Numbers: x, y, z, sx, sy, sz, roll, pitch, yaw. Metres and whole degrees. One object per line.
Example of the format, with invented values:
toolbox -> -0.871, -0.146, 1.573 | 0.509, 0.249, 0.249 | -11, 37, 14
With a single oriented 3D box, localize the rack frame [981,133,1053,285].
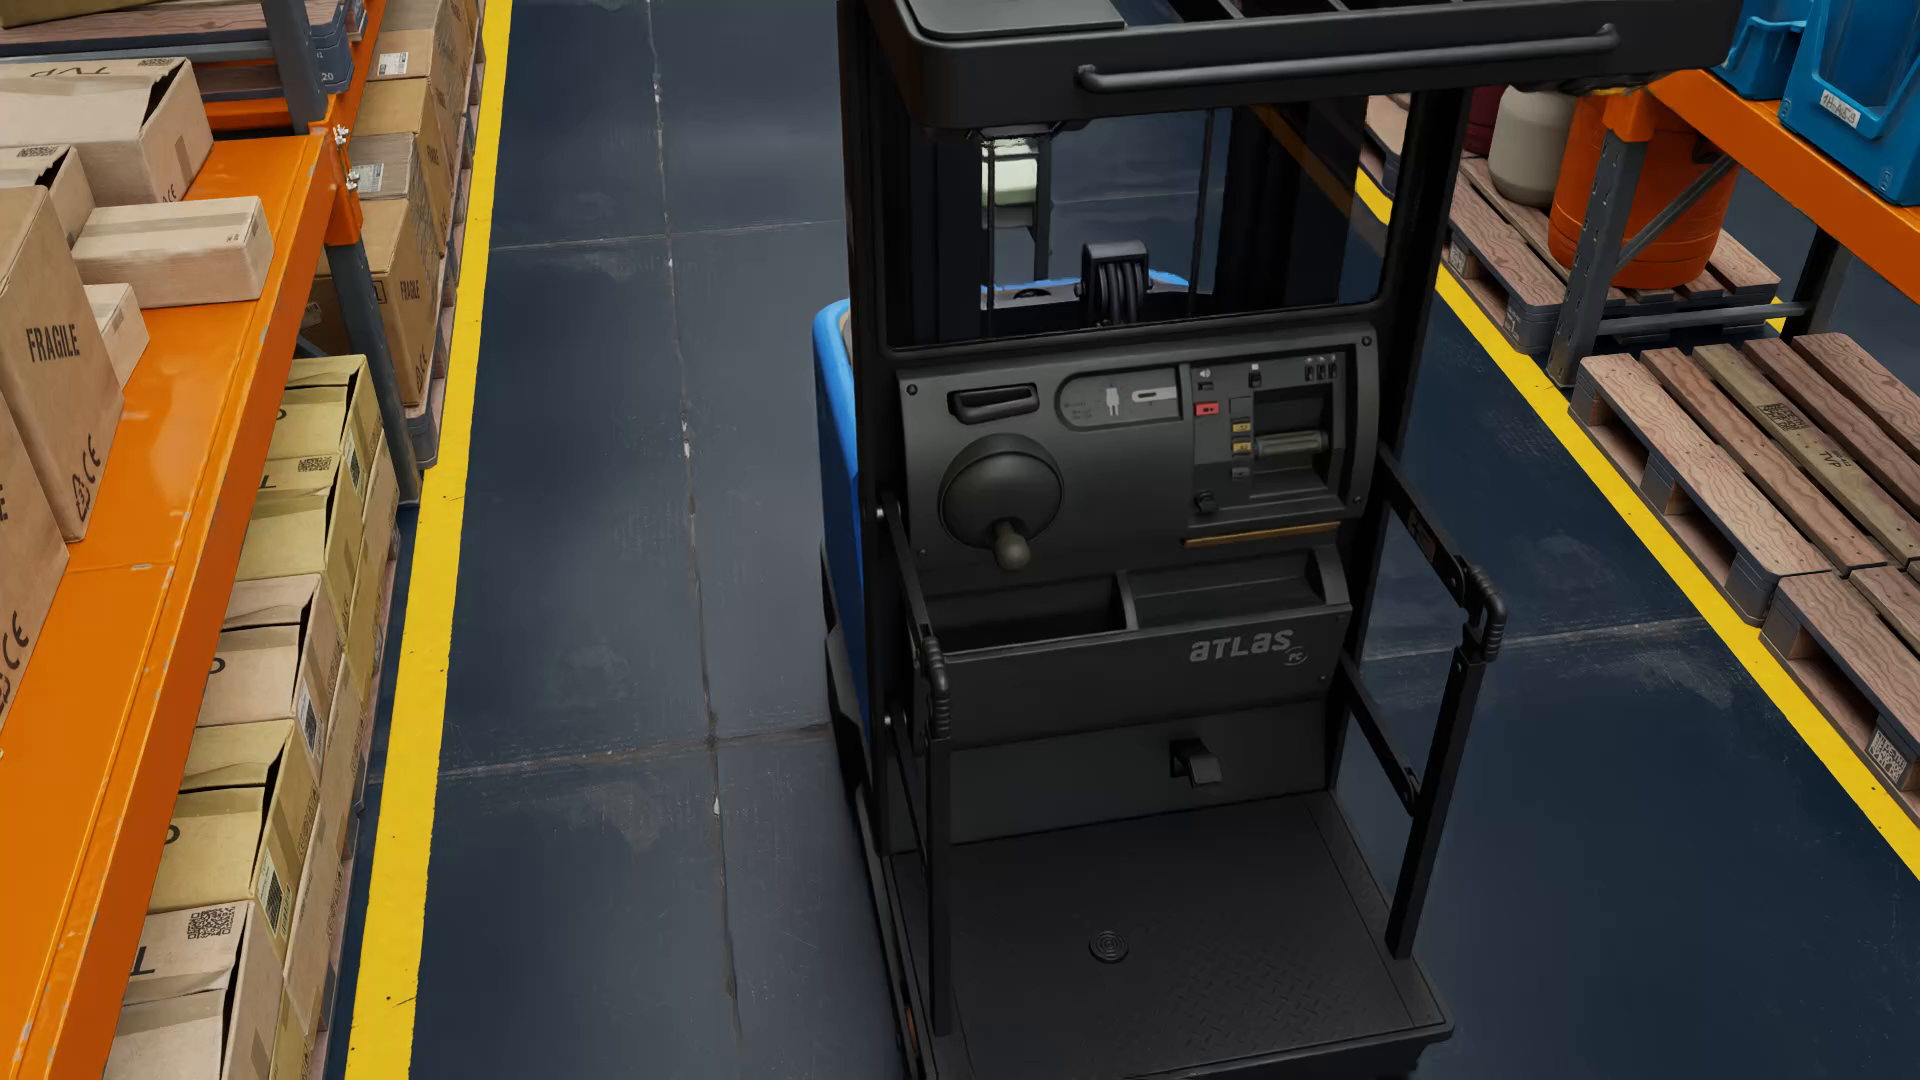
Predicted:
rack frame -> 0.036, -0.455, 4.613 | 0.400, 1.500, 0.023 | -7, 38, -9

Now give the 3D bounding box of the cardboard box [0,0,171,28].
cardboard box -> -2.476, -1.852, 4.765 | 0.700, 0.500, 0.500 | -19, 42, -23

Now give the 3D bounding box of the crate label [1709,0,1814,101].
crate label -> 2.327, -1.448, 4.805 | 0.303, 0.233, 0.416 | -6, 38, -8

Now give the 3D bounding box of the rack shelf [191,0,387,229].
rack shelf -> -2.605, -2.202, 6.226 | 1.077, 0.370, 4.000 | -6, 38, -8

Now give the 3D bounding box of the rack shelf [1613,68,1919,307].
rack shelf -> 2.973, -0.317, 3.799 | 1.077, 0.370, 4.000 | -6, 38, -8

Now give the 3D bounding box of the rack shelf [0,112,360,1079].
rack shelf -> -1.904, 0.214, 3.116 | 1.077, 0.370, 4.000 | -6, 38, -8

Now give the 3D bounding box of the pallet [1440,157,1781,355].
pallet -> 2.443, -1.179, 6.596 | 1.003, 0.211, 1.213 | -6, 38, -8

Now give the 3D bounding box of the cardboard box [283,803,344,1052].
cardboard box -> -1.650, 0.859, 3.599 | 0.500, 0.250, 0.500 | -6, 38, -7

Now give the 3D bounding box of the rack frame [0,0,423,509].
rack frame -> -2.255, -1.278, 4.451 | 1.000, 3.000, 0.127 | -6, 38, -8

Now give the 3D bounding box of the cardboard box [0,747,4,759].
cardboard box -> -1.764, 0.314, 2.319 | 0.500, 0.500, 0.500 | -4, 38, -5

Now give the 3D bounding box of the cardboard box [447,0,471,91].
cardboard box -> -2.509, -2.314, 7.463 | 0.500, 0.500, 0.500 | -6, 38, -8

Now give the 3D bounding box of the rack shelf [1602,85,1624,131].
rack shelf -> 2.272, -2.733, 6.909 | 1.077, 0.370, 4.000 | -6, 38, -8

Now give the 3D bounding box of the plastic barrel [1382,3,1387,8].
plastic barrel -> 2.124, -2.804, 7.782 | 0.600, 0.901, 0.708 | -6, 38, -8

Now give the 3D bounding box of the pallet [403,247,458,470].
pallet -> -2.348, -0.632, 5.892 | 1.003, 0.211, 1.213 | -6, 38, -8

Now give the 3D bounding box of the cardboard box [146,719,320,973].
cardboard box -> -1.652, 0.631, 3.434 | 0.500, 0.311, 0.500 | -5, 38, -7

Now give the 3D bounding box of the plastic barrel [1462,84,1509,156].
plastic barrel -> 2.322, -1.998, 7.000 | 0.600, 0.588, 0.708 | -6, 38, -8

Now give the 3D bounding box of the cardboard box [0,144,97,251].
cardboard box -> -2.289, -0.682, 3.756 | 0.500, 0.311, 0.500 | -7, 38, -8

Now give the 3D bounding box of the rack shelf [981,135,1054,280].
rack shelf -> -0.035, -0.983, 4.657 | 0.431, 0.370, 0.720 | -7, 38, -9

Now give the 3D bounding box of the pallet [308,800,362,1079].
pallet -> -1.938, 1.060, 3.714 | 1.003, 0.211, 1.213 | -6, 38, -8

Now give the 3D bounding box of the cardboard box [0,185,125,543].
cardboard box -> -1.945, -0.306, 3.118 | 0.500, 0.500, 0.500 | -8, 39, -10

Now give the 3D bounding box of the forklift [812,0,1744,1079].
forklift -> 0.393, -0.102, 2.992 | 1.130, 2.935, 3.031 | -7, 38, -9

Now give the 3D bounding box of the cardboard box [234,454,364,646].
cardboard box -> -1.823, 0.023, 4.217 | 0.500, 0.311, 0.500 | -7, 38, -9

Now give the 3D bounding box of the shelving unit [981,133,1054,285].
shelving unit -> -0.035, -0.675, 4.897 | 0.431, 1.500, 0.755 | -7, 38, -9

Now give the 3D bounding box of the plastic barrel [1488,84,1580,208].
plastic barrel -> 2.333, -1.617, 6.572 | 0.421, 0.512, 0.421 | 0, 38, 0

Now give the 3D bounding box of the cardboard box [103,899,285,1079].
cardboard box -> -1.555, 0.944, 3.031 | 0.500, 0.311, 0.500 | -7, 38, -9

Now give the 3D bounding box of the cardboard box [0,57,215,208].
cardboard box -> -2.234, -1.019, 4.189 | 0.500, 0.311, 0.500 | -4, 38, -5

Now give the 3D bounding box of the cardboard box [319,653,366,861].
cardboard box -> -1.743, 0.548, 3.998 | 0.500, 0.250, 0.500 | -5, 38, -7

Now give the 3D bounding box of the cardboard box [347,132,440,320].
cardboard box -> -2.151, -1.086, 5.882 | 0.500, 0.500, 0.500 | -8, 38, -10

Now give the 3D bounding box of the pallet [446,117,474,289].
pallet -> -2.559, -1.367, 6.838 | 1.003, 0.211, 1.213 | -6, 38, -8

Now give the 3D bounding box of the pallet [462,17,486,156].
pallet -> -2.776, -2.106, 7.789 | 1.003, 0.211, 1.213 | -6, 38, -8

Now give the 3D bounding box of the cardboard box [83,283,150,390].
cardboard box -> -1.976, -0.415, 3.544 | 0.380, 0.149, 0.250 | -4, 38, -5

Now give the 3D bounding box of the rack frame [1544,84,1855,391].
rack frame -> 2.622, -1.809, 5.133 | 1.000, 3.000, 0.127 | -6, 38, -8

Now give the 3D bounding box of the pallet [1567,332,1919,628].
pallet -> 2.720, -0.236, 5.381 | 1.003, 0.211, 1.213 | -6, 38, -8

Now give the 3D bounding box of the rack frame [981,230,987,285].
rack frame -> -0.106, -0.895, 5.180 | 0.400, 1.500, 0.023 | -7, 38, -9

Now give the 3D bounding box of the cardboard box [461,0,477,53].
cardboard box -> -2.587, -2.614, 7.848 | 0.500, 0.500, 0.500 | -6, 38, -8

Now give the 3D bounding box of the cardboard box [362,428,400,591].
cardboard box -> -1.922, -0.067, 4.790 | 0.500, 0.250, 0.500 | -5, 38, -7

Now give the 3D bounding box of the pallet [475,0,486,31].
pallet -> -3.076, -3.008, 8.950 | 1.003, 0.211, 1.213 | -6, 38, -8

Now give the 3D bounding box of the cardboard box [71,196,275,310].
cardboard box -> -1.825, -0.666, 3.867 | 0.380, 0.149, 0.250 | -6, 38, -8

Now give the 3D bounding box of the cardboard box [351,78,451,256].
cardboard box -> -2.234, -1.390, 6.273 | 0.500, 0.500, 0.500 | -7, 38, -9

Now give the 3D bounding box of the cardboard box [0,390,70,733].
cardboard box -> -1.852, 0.012, 2.708 | 0.500, 0.500, 0.500 | -6, 38, -8

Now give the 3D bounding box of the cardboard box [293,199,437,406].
cardboard box -> -2.053, -0.771, 5.476 | 0.500, 0.500, 0.500 | -5, 38, -6

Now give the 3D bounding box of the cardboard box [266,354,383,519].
cardboard box -> -1.921, -0.290, 4.620 | 0.500, 0.311, 0.500 | -5, 38, -7

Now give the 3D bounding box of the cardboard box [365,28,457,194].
cardboard box -> -2.330, -1.704, 6.678 | 0.500, 0.500, 0.500 | -7, 38, -9

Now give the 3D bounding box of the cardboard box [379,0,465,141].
cardboard box -> -2.422, -2.011, 7.073 | 0.500, 0.500, 0.500 | -6, 38, -7

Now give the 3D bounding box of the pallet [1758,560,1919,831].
pallet -> 2.931, 0.500, 4.435 | 1.003, 0.211, 1.213 | -6, 38, -8

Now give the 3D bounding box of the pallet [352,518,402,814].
pallet -> -2.149, 0.324, 4.661 | 1.003, 0.211, 1.213 | -6, 38, -8

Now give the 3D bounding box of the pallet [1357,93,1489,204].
pallet -> 2.233, -1.915, 7.543 | 1.003, 0.211, 1.213 | -6, 38, -8

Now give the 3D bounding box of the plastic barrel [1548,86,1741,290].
plastic barrel -> 2.520, -1.411, 6.048 | 0.600, 0.830, 0.708 | -6, 38, -8

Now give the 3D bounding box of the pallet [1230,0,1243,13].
pallet -> 2.015, -2.653, 8.493 | 1.003, 0.211, 1.213 | -6, 38, -8

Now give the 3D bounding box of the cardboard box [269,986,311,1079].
cardboard box -> -1.562, 1.166, 3.203 | 0.500, 0.250, 0.500 | -7, 38, -9

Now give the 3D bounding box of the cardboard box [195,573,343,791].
cardboard box -> -1.737, 0.328, 3.824 | 0.500, 0.311, 0.500 | -6, 38, -8

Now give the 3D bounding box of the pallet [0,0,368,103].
pallet -> -2.443, -1.604, 5.027 | 1.213, 0.211, 1.003 | -6, 38, -8

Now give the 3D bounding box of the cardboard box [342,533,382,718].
cardboard box -> -1.829, 0.244, 4.390 | 0.500, 0.250, 0.500 | -7, 38, -8

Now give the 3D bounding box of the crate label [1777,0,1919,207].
crate label -> 2.530, -1.194, 4.313 | 0.502, 0.435, 0.616 | -6, 38, -8
